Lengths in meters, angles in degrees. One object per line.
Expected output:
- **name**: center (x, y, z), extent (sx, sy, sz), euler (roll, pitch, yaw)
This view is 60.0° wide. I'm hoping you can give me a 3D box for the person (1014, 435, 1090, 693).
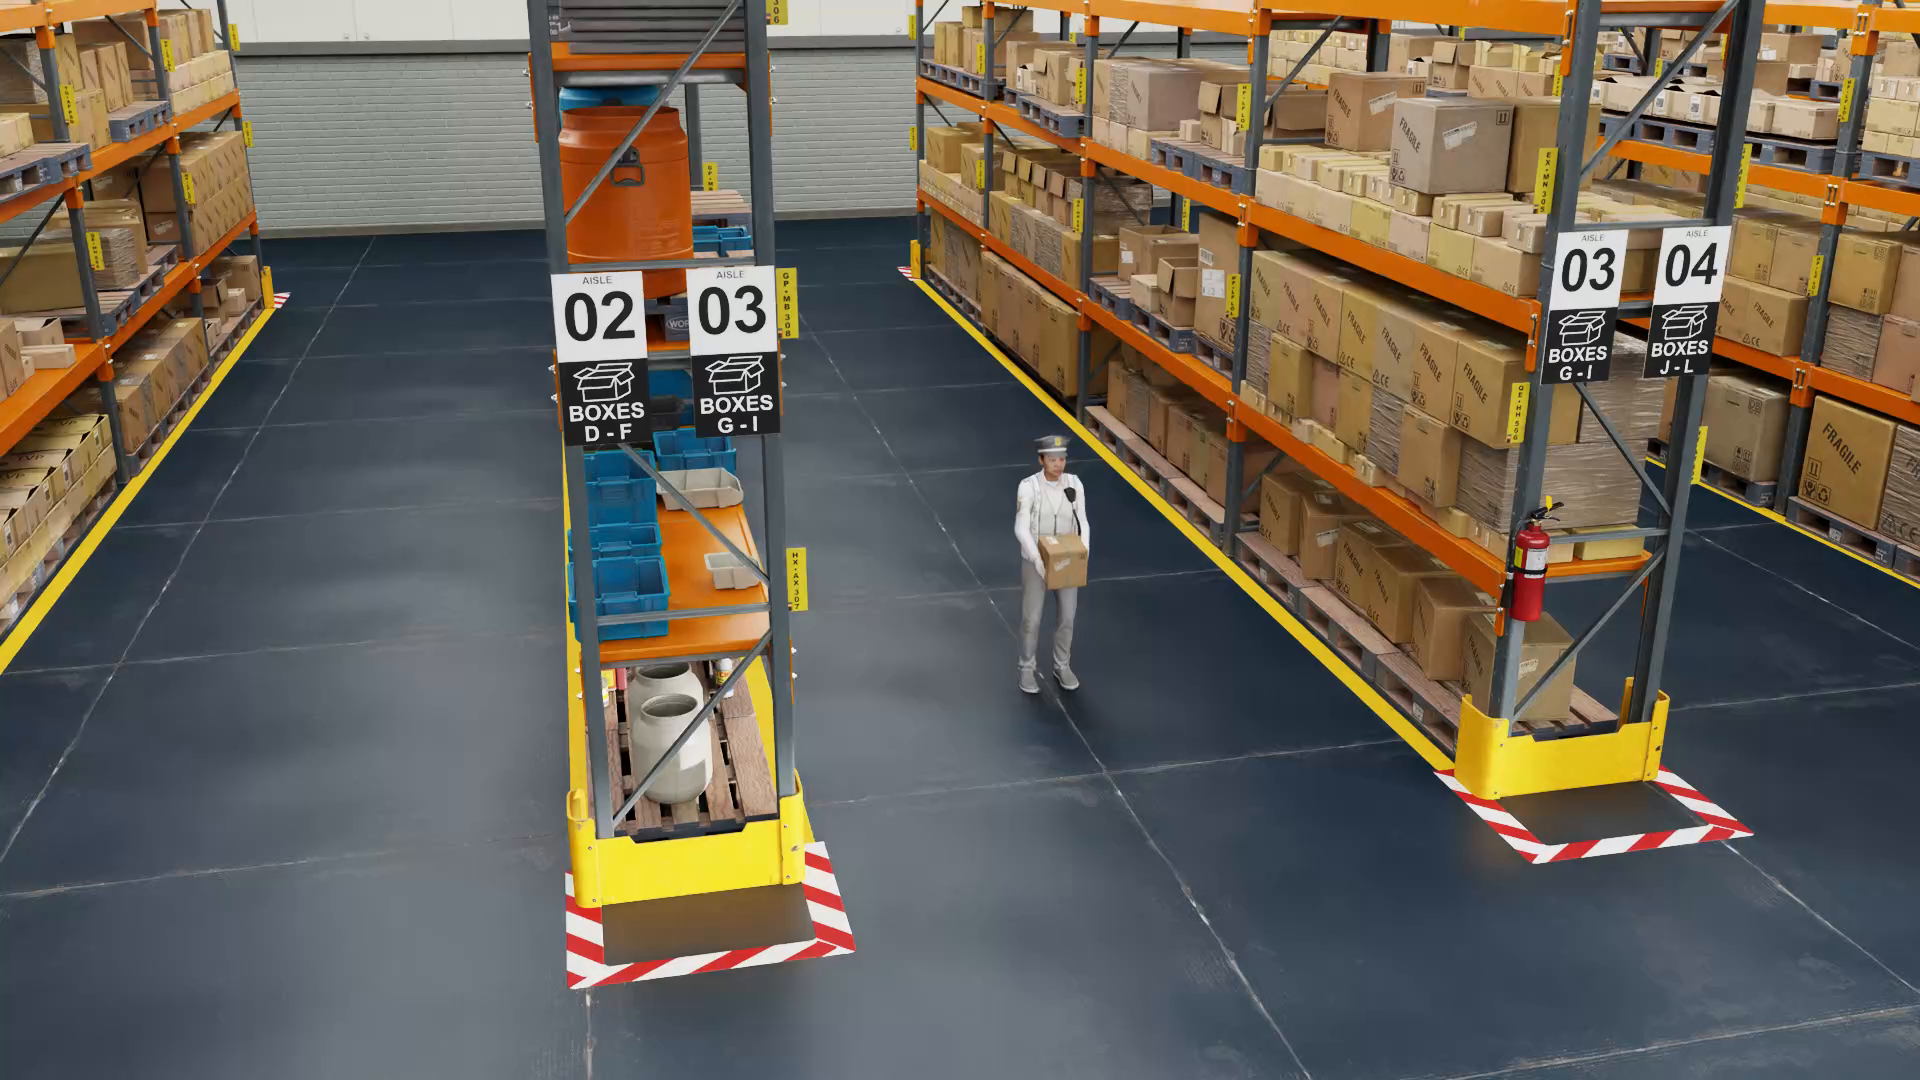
- **person**: center (0.597, 0.157, 10.588), extent (0.489, 1.692, 0.489), euler (-5, 20, -13)
